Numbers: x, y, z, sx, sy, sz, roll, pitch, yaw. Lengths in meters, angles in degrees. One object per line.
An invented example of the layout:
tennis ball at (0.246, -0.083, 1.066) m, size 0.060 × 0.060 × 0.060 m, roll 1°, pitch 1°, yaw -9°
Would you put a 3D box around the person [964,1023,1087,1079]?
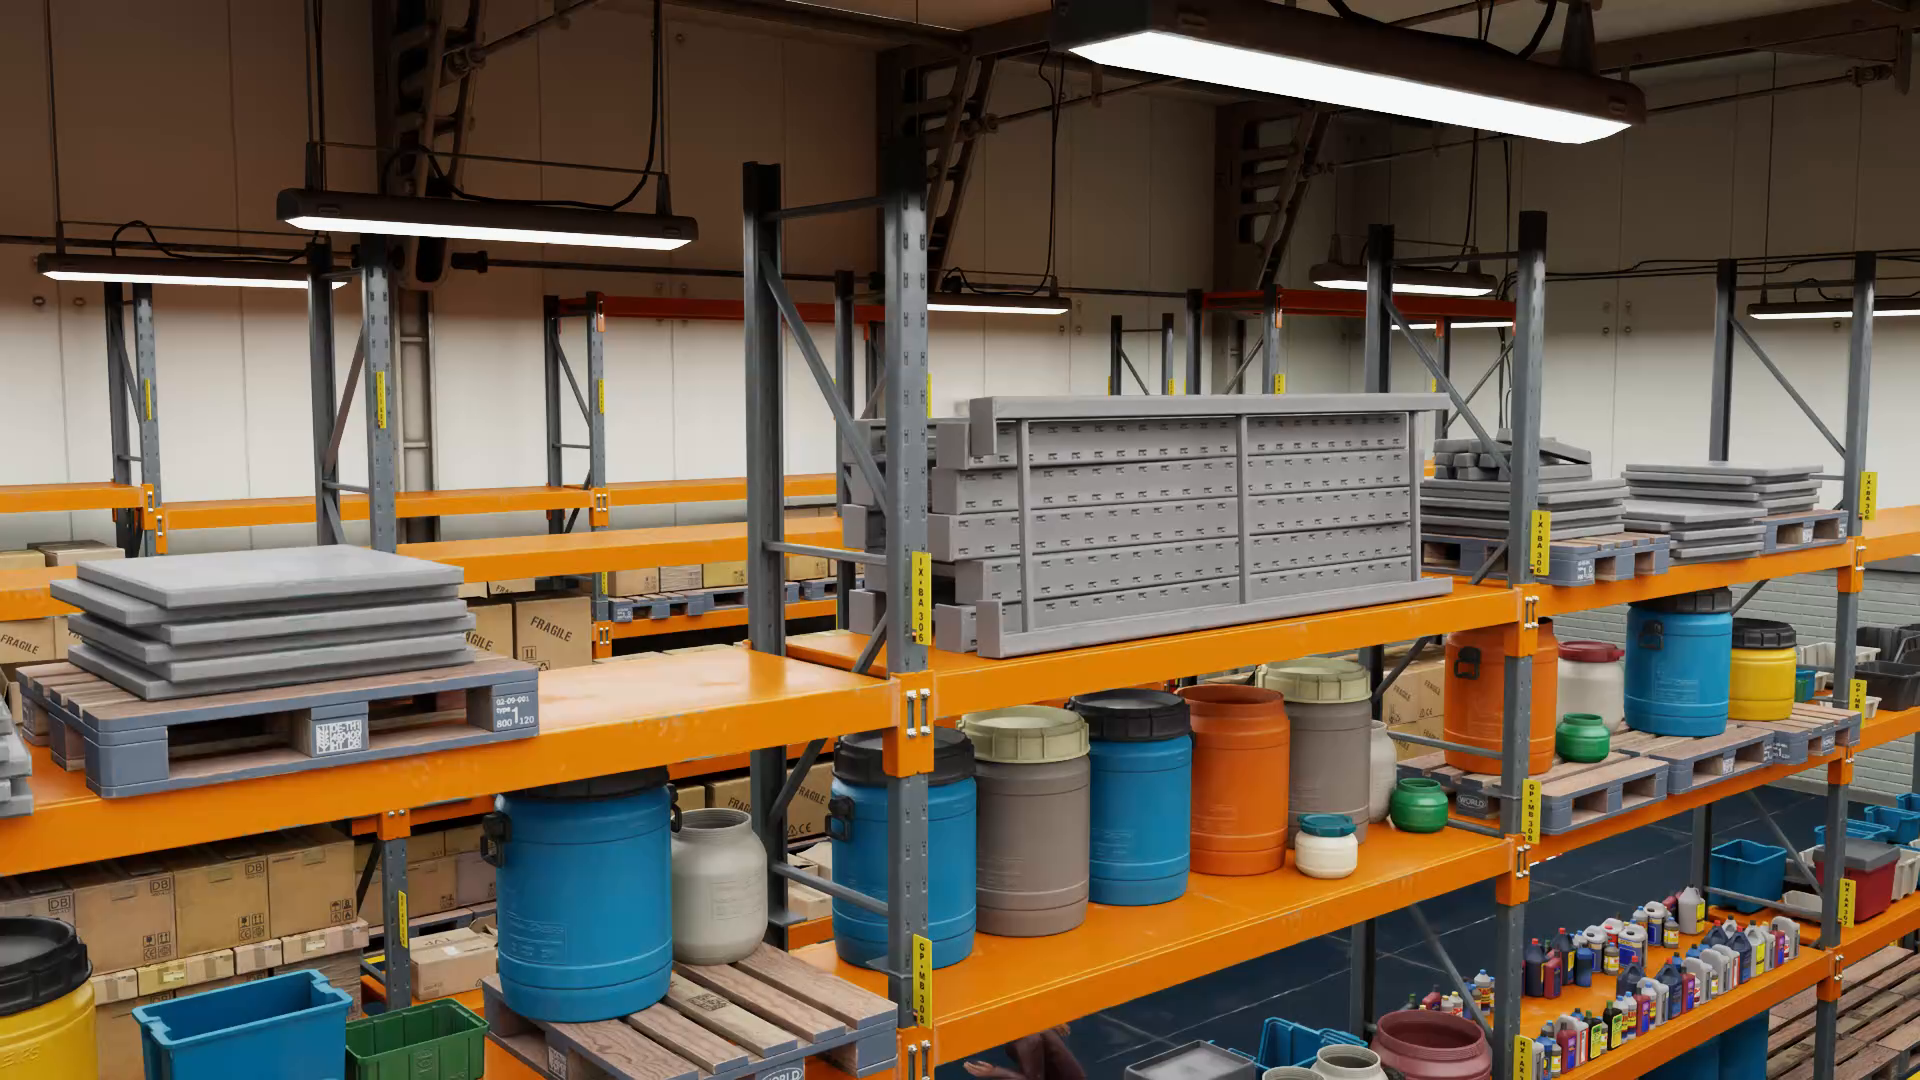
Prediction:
person at (0.561, 3.478, 10.324) m, size 1.240 × 1.446 × 0.696 m, roll -3°, pitch 6°, yaw -24°
